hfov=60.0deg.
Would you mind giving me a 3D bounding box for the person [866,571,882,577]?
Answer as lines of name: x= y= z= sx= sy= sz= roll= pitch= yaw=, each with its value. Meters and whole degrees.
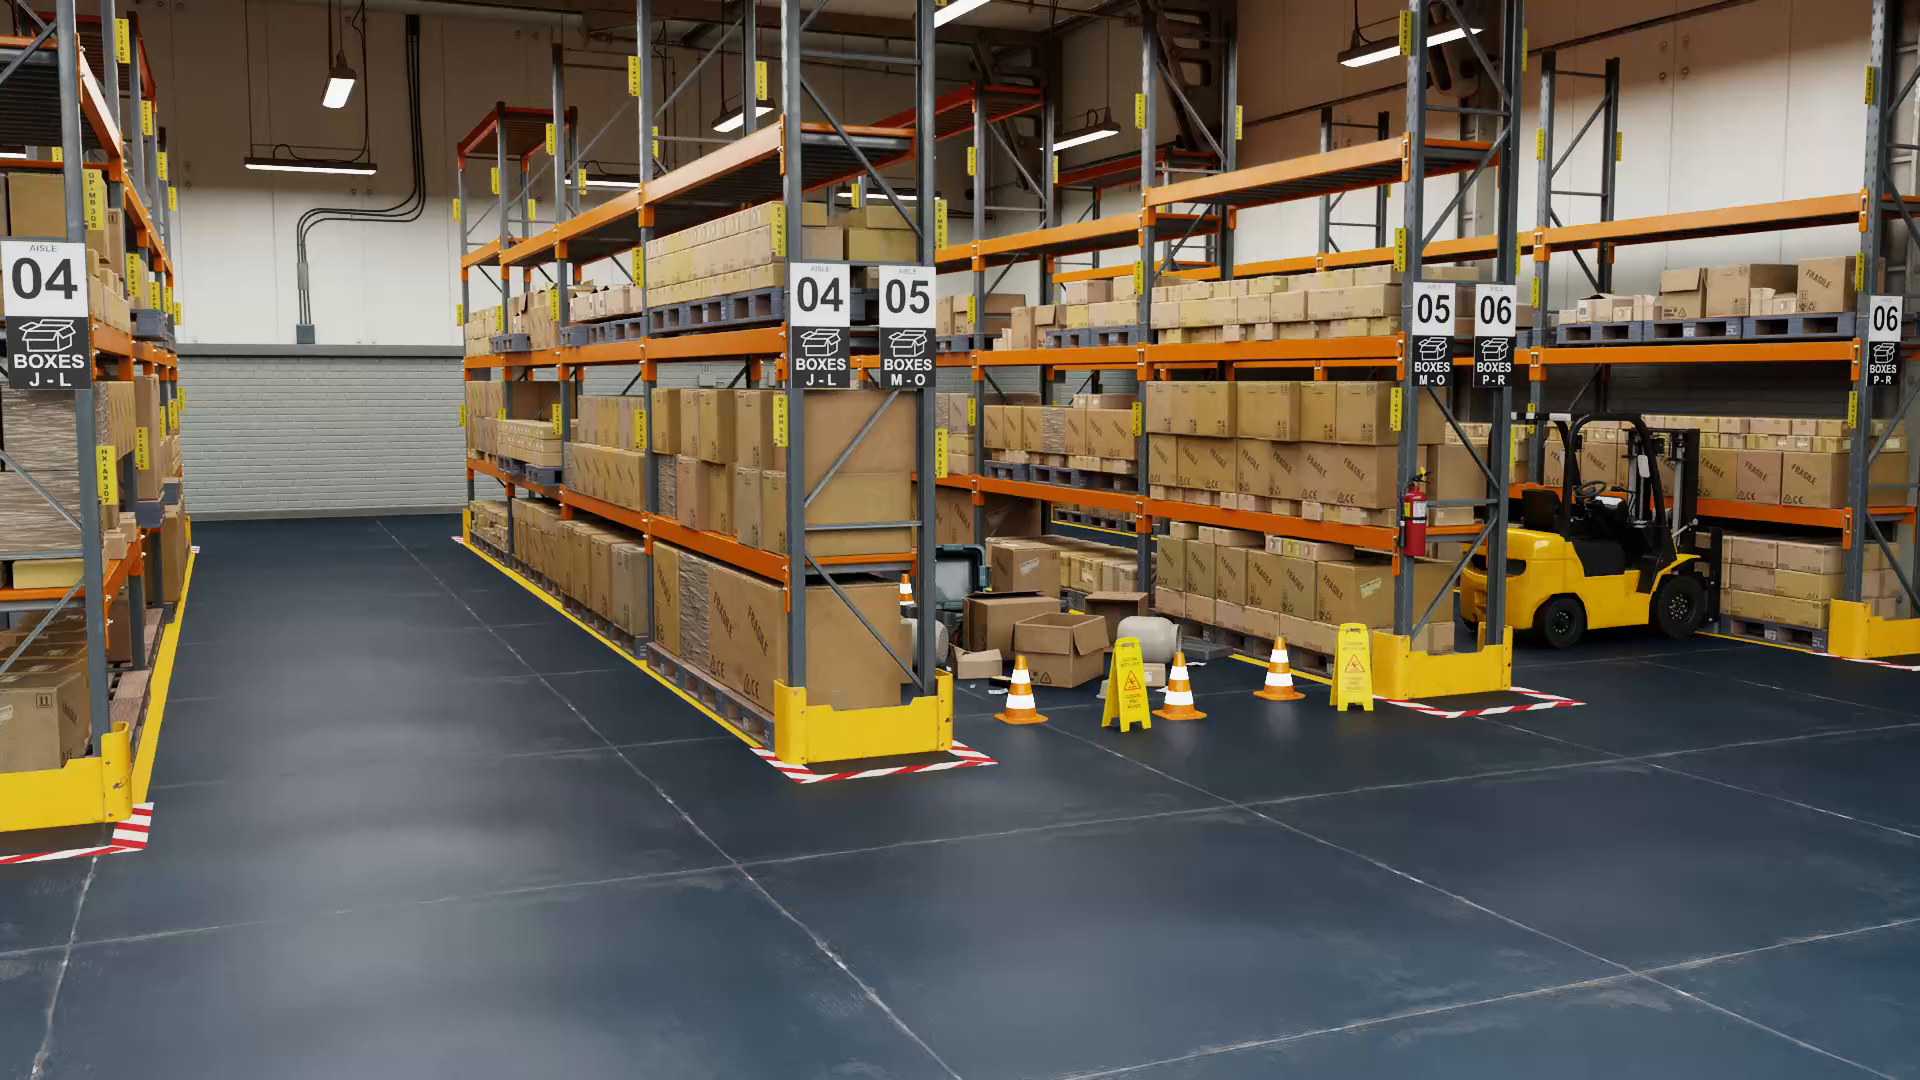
person: x=-0.917 y=-0.020 z=17.173 sx=0.362 sy=1.672 sz=0.496 roll=-2 pitch=6 yaw=-24
